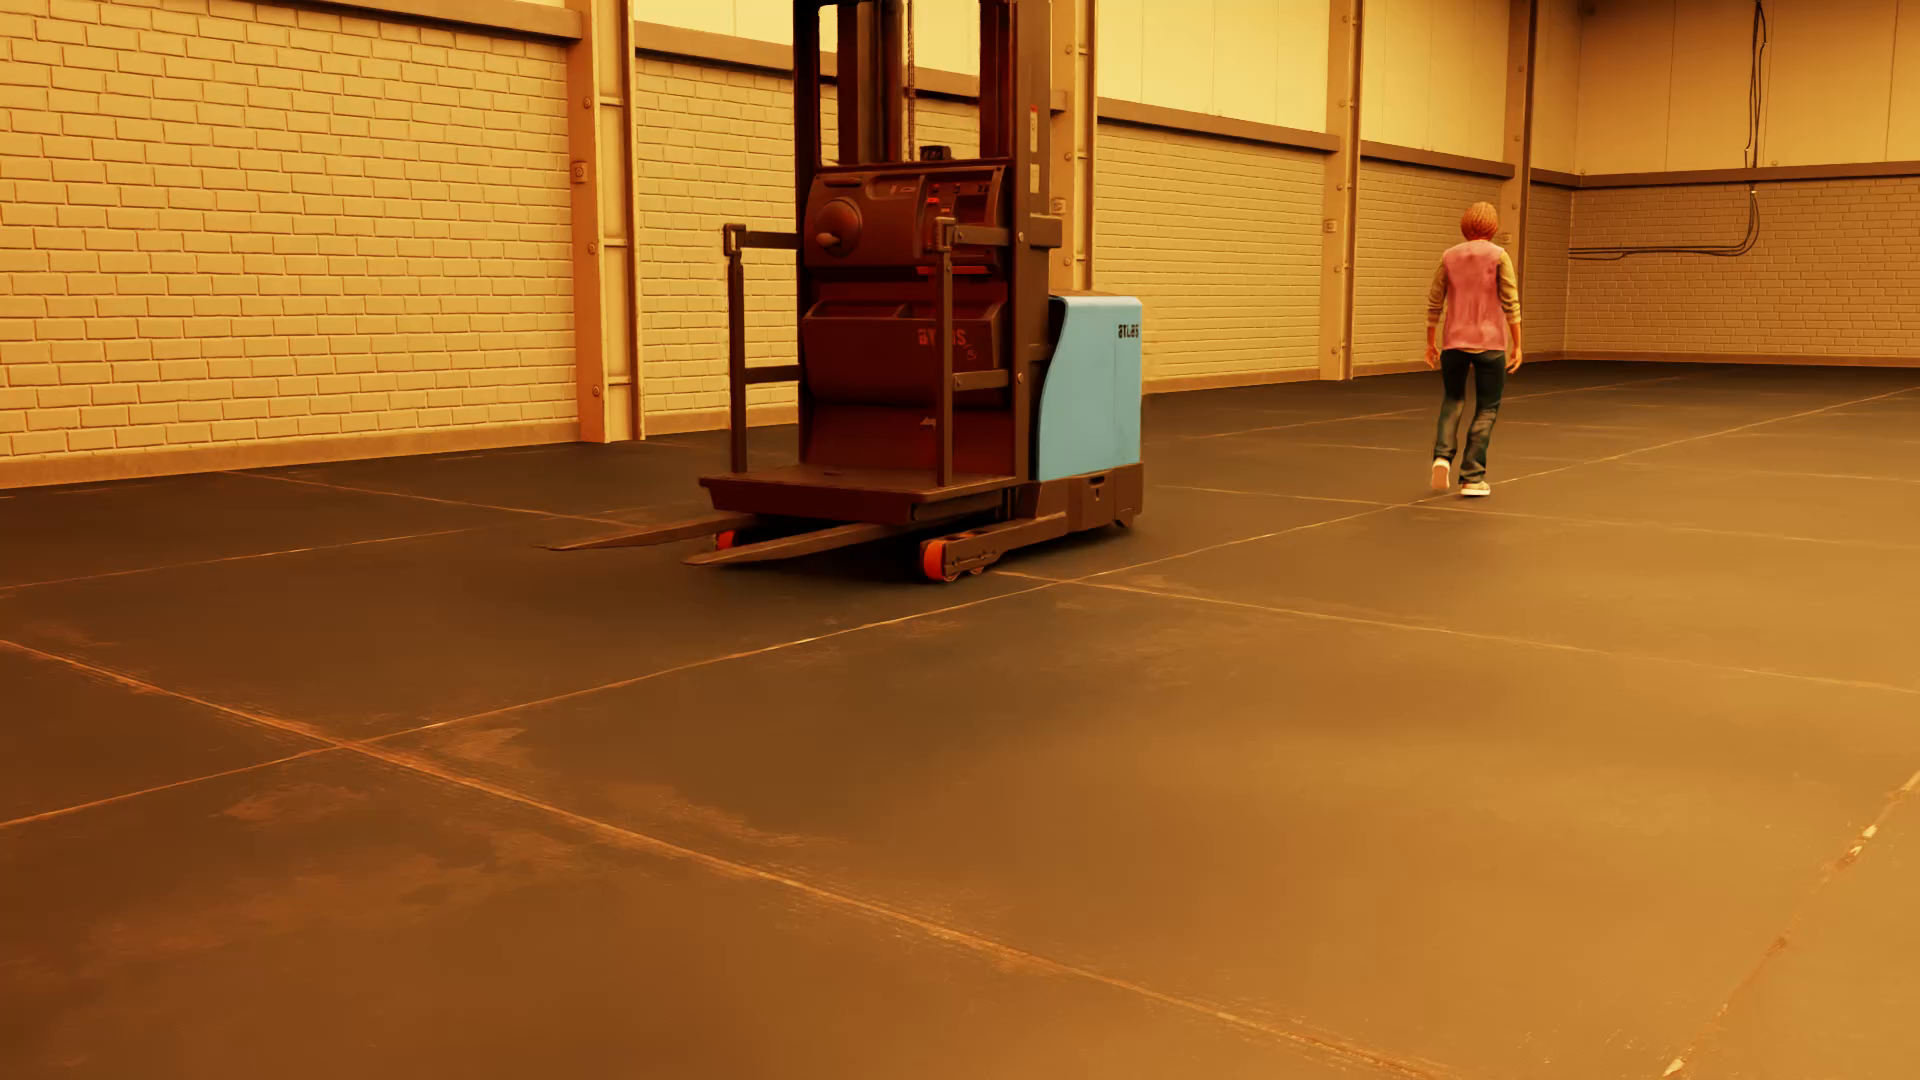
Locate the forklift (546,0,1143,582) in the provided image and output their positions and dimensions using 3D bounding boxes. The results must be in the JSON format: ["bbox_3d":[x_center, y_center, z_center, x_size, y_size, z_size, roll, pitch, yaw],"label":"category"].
[{"bbox_3d":[-0.344,-1.365,6.610,1.130,2.935,3.031,5,10,31],"label":"forklift"}]

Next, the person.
[{"bbox_3d":[2.800,-1.032,9.041,0.519,1.584,0.445,6,10,35],"label":"person"}]
